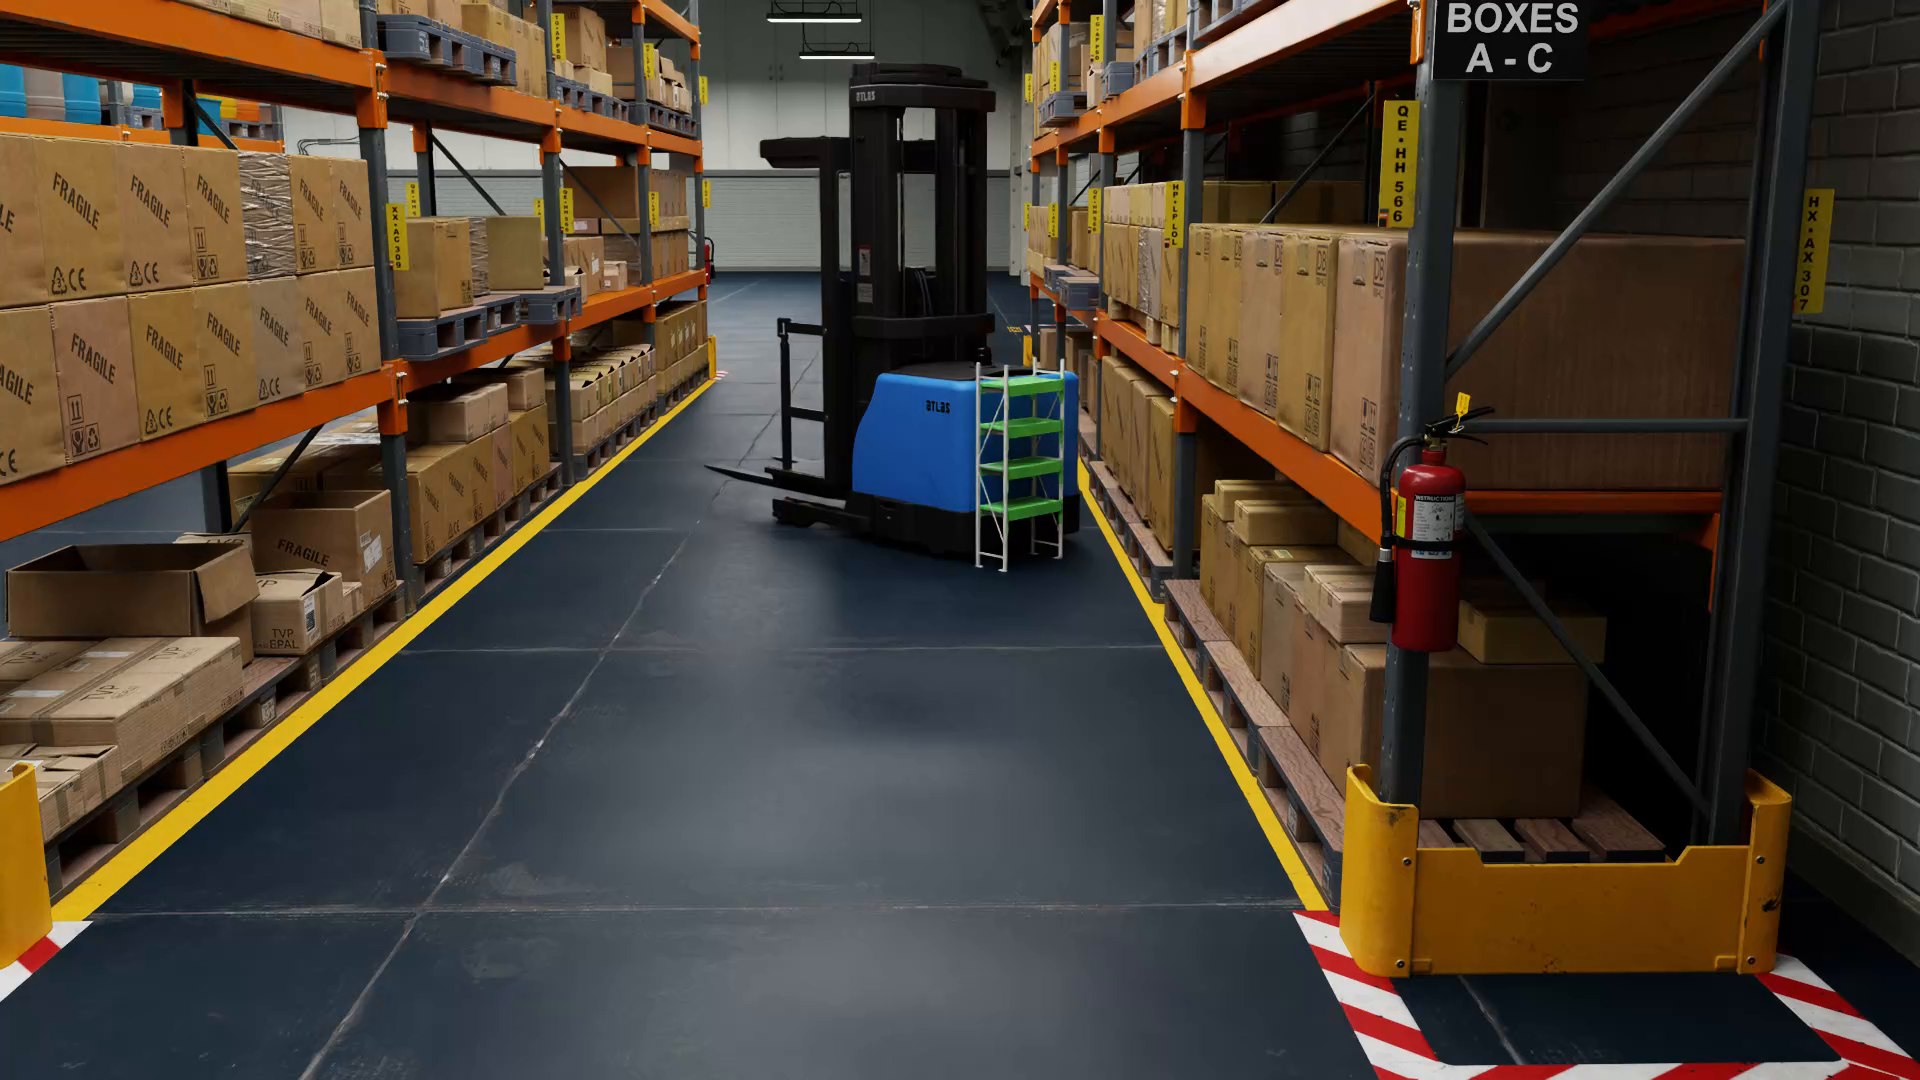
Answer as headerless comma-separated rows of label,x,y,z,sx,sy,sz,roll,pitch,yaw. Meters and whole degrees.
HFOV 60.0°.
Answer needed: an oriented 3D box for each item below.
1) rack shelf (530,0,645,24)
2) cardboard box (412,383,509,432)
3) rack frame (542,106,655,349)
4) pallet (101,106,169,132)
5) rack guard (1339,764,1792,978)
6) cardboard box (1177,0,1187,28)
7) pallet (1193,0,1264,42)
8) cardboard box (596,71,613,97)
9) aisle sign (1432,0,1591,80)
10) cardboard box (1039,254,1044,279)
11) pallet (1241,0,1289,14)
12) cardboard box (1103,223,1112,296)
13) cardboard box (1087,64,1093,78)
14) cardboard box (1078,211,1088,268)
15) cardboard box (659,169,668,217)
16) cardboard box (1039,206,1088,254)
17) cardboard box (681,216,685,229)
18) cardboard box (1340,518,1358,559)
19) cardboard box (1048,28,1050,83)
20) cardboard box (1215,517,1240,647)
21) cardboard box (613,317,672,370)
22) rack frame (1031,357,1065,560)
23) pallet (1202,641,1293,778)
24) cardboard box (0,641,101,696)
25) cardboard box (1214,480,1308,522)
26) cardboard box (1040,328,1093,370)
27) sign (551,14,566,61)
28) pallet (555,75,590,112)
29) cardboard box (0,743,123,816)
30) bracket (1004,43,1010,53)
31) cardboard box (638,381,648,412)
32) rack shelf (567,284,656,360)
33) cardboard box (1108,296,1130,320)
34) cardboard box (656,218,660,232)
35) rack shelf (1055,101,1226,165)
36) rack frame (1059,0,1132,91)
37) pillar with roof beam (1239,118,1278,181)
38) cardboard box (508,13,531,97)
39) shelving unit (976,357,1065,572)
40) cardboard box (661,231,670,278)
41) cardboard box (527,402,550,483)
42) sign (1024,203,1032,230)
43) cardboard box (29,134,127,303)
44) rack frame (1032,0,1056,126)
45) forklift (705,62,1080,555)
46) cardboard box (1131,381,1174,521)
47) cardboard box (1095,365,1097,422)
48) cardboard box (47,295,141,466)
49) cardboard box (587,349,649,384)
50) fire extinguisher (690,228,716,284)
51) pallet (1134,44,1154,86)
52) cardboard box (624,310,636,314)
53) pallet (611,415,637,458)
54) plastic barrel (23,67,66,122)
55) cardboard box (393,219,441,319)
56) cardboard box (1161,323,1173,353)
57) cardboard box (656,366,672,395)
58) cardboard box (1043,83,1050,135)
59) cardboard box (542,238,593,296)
rack shelf,-3.461,-4.660,13.710,1.077,0.370,4.000,0,11,-1
cardboard box,-3.135,-0.829,10.397,0.500,0.250,0.500,0,11,-2
rack frame,-3.502,-2.666,16.155,1.000,3.000,0.127,0,11,-1
pallet,-8.567,-4.167,16.484,1.213,0.211,1.003,0,11,-1
rack guard,1.699,0.928,4.726,1.175,0.500,0.348,0,11,-1
cardboard box,1.631,-3.117,9.477,0.700,0.500,0.500,0,11,-2
pallet,1.622,-2.361,7.329,1.003,0.211,1.213,0,11,-1
cardboard box,-3.499,-4.146,15.226,0.500,0.250,0.500,1,12,5
aisle sign,1.400,-1.560,4.166,0.394,0.787,0.004,0,11,-1
cardboard box,1.110,-2.915,17.711,0.500,0.250,0.500,0,11,-1
pallet,1.645,-2.119,6.137,1.003,0.211,1.213,0,11,-1
cardboard box,1.287,-1.999,11.817,0.500,0.500,0.500,0,11,1
cardboard box,1.395,-4.088,14.787,0.500,0.311,0.500,0,11,1
cardboard box,1.431,-2.739,15.158,0.700,0.500,0.500,1,12,5
cardboard box,-3.549,-3.738,17.926,0.700,0.500,0.500,0,11,-1
cardboard box,1.116,-3.283,17.637,0.500,0.500,0.500,-1,11,-3
cardboard box,-3.374,-3.650,19.122,0.380,0.149,0.250,0,11,-2
cardboard box,1.754,-0.017,6.699,0.380,0.149,0.250,0,11,-2
cardboard box,1.147,-4.914,16.875,0.500,0.500,0.500,0,11,2
cardboard box,1.536,0.172,7.400,0.700,0.500,0.500,0,11,-2
cardboard box,-3.198,-1.985,16.773,0.500,0.500,0.500,0,11,-1
rack frame,0.525,-0.488,9.947,0.240,1.200,0.015,11,16,43
pallet,1.582,0.665,6.753,1.003,0.211,1.213,0,11,-1
cardboard box,-3.501,0.555,6.086,0.500,0.250,0.500,0,11,-1
cardboard box,1.354,-0.177,7.489,0.380,0.149,0.250,0,11,1
cardboard box,1.269,-2.075,18.425,0.700,0.500,0.500,-1,12,-5
sign,-2.877,-3.596,11.895,0.100,0.325,0.005,0,11,-1
pallet,-3.523,-3.383,12.619,1.213,0.211,1.003,0,11,1
cardboard box,-2.924,0.758,5.297,0.380,0.166,0.250,0,11,-1
bracket,1.334,-13.418,45.012,0.076,0.066,4.783,0,11,-1
cardboard box,-3.195,-1.342,15.491,0.500,0.250,0.500,0,11,-2
rack shelf,-3.461,-1.916,14.267,1.077,0.370,4.000,0,11,-1
cardboard box,1.226,-1.609,11.526,0.380,0.149,0.250,0,11,1
cardboard box,-3.336,-3.290,17.349,0.380,0.149,0.250,-1,11,-3
rack shelf,1.492,-3.407,14.073,1.077,0.370,4.000,0,11,-1
rack frame,1.451,-5.627,15.663,1.000,3.000,0.127,0,11,-1
pillar with roof beam,-1.933,-5.076,12.947,9.100,9.000,0.400,0,11,-1
cardboard box,-3.366,-3.202,11.001,0.910,0.500,0.500,0,11,-1
shelving unit,0.354,-0.453,9.776,0.258,1.200,0.503,11,16,43
cardboard box,-3.553,-3.109,18.090,0.700,0.500,0.500,0,11,1
cardboard box,-3.165,-0.676,11.529,0.500,0.500,0.500,0,11,1
sign,0.826,-3.904,20.081,0.100,0.325,0.005,0,11,-1
cardboard box,-3.018,-1.013,5.240,0.500,0.500,0.500,0,11,-1
rack frame,1.368,-6.422,19.582,1.000,3.000,0.127,0,11,-1
forklift,-0.603,-1.579,10.972,1.130,2.935,3.031,-10,15,-41
cardboard box,1.451,-0.554,10.098,0.750,0.750,0.750,0,11,1
cardboard box,1.533,-1.227,14.242,0.700,0.500,0.500,0,11,-1
cardboard box,-3.015,-0.521,5.333,0.500,0.500,0.500,0,11,-2
cardboard box,-3.190,-1.616,15.430,0.500,0.311,0.500,0,11,0
fire extinguisher,-3.123,-3.448,20.207,0.296,0.674,0.183,0,11,-1
pallet,1.626,-2.919,10.335,1.003,0.211,1.213,0,11,1
cardboard box,-3.743,-2.182,17.742,0.500,0.500,0.500,0,11,-1
pallet,-3.420,-0.910,14.513,1.003,0.211,1.213,0,11,-1
plastic barrel,-8.213,-4.132,14.576,0.600,0.901,0.600,0,11,0
cardboard box,-3.123,-1.425,8.733,0.700,0.500,0.500,-4,12,-20
cardboard box,1.297,-1.099,9.016,0.380,0.149,0.250,0,11,0
cardboard box,-3.208,-1.618,16.847,0.500,0.250,0.500,0,11,-1
cardboard box,1.146,-4.526,17.477,0.500,0.500,0.500,-1,11,-3
cardboard box,-3.481,-2.358,14.385,0.500,0.500,0.500,0,11,-1
